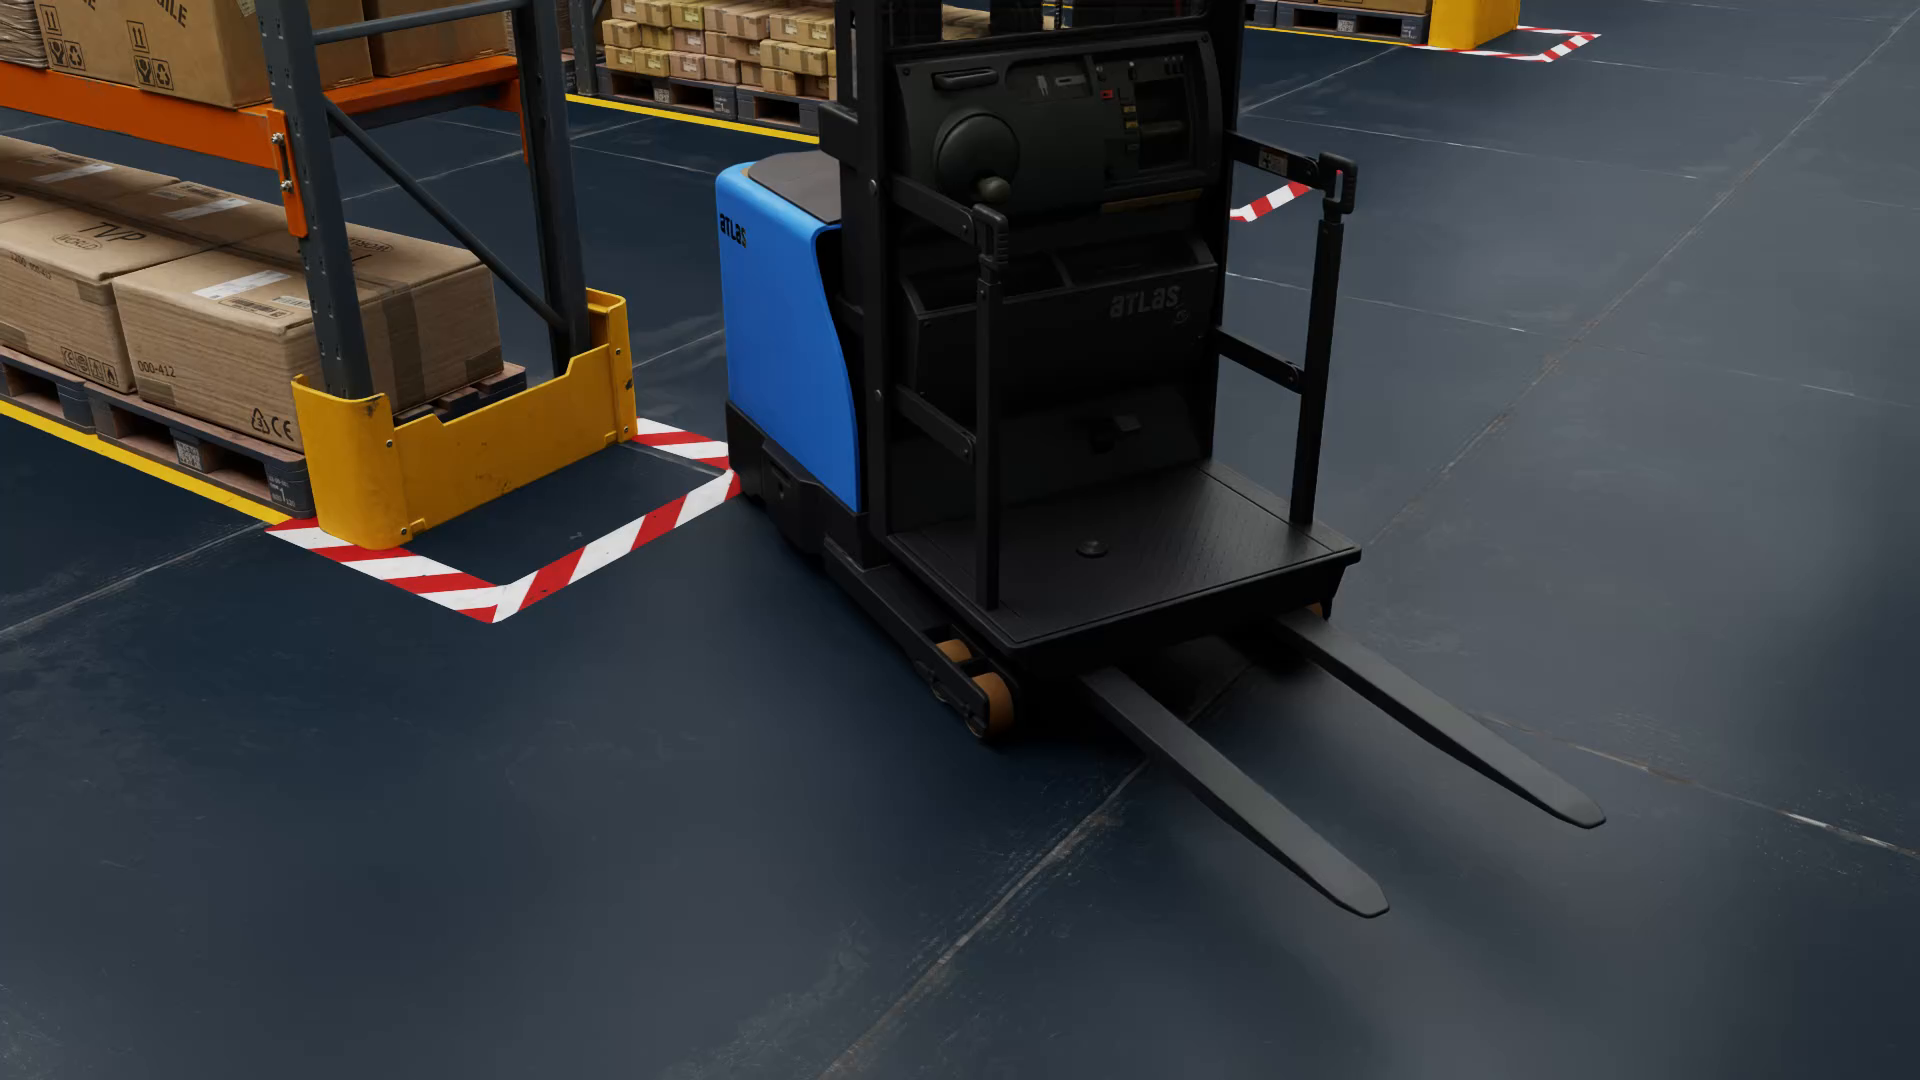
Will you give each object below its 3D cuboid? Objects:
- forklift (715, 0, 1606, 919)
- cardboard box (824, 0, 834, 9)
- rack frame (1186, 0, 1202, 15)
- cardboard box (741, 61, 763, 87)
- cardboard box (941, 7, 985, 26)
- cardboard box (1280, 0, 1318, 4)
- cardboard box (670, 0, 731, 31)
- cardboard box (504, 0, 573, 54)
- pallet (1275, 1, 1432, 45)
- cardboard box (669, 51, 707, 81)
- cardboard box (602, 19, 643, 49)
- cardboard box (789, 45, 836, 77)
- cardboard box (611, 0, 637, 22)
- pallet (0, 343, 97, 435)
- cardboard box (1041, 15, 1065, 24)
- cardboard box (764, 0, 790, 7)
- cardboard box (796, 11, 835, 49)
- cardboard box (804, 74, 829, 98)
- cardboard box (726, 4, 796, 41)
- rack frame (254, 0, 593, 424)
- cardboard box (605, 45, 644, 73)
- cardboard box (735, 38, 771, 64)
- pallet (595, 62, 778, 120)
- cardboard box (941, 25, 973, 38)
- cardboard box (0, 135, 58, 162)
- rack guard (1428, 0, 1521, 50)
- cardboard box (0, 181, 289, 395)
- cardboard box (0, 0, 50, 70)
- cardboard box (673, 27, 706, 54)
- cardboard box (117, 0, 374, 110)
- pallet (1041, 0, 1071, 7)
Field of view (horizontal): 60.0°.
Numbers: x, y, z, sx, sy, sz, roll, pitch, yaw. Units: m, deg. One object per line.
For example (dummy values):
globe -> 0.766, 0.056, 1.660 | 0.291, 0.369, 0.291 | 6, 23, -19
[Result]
forklift -> 0.372, -1.035, 4.052 | 1.130, 2.935, 3.031 | -14, 30, -25
cardboard box -> -0.651, -3.344, 10.539 | 0.250, 0.149, 0.380 | 16, 31, 29
rack frame -> 1.089, -3.437, 8.696 | 0.127, 3.000, 1.000 | 17, 32, 30
cardboard box -> -1.157, -2.952, 10.423 | 0.250, 0.149, 0.380 | 16, 31, 28
cardboard box -> -0.055, -3.126, 10.110 | 0.250, 0.149, 0.380 | 19, 32, 32
cardboard box -> 2.658, -4.874, 13.399 | 0.875, 0.875, 0.875 | 17, 32, 30
cardboard box -> -1.611, -3.340, 10.531 | 0.250, 0.149, 0.380 | 17, 31, 30
cardboard box -> -2.961, -3.633, 11.375 | 0.500, 0.500, 0.500 | 17, 31, 29
pallet -> 3.277, -4.199, 13.267 | 1.213, 0.211, 1.003 | 17, 32, 30
cardboard box -> -1.636, -3.054, 10.625 | 0.250, 0.149, 0.380 | 17, 32, 30
cardboard box -> -2.090, -3.300, 10.780 | 0.250, 0.149, 0.380 | 19, 33, 33
cardboard box -> -0.814, -2.909, 10.011 | 0.250, 0.149, 0.380 | 18, 32, 31
cardboard box -> -2.041, -3.480, 10.805 | 0.250, 0.149, 0.380 | 19, 32, 32
pallet -> -3.335, -0.807, 6.603 | 1.213, 0.211, 1.003 | 17, 32, 30
cardboard box -> 0.419, -3.019, 9.899 | 0.250, 0.149, 0.380 | 17, 32, 30
cardboard box -> -1.155, -3.444, 10.734 | 0.250, 0.149, 0.380 | 18, 32, 32
cardboard box -> -0.768, -3.069, 9.998 | 0.250, 0.149, 0.380 | 17, 32, 31
cardboard box -> -0.737, -2.810, 10.145 | 0.250, 0.149, 0.380 | 18, 32, 32
cardboard box -> -1.220, -3.186, 10.228 | 0.250, 0.149, 0.380 | 18, 32, 31
rack frame -> -1.630, -1.560, 5.009 | 0.127, 3.000, 1.000 | 17, 32, 30
cardboard box -> -2.090, -3.167, 10.846 | 0.250, 0.149, 0.380 | 16, 31, 28
cardboard box -> -1.175, -3.070, 10.328 | 0.250, 0.149, 0.380 | 19, 33, 33
pallet -> -1.634, -3.062, 11.034 | 1.213, 0.211, 1.003 | 17, 32, 30
cardboard box -> -0.128, -2.855, 9.577 | 0.250, 0.149, 0.380 | 16, 31, 28
cardboard box -> -4.470, -1.431, 7.117 | 0.875, 0.438, 0.875 | 17, 31, 30
rack guard -> 4.000, -4.145, 12.844 | 0.348, 0.500, 1.175 | 17, 32, 30
cardboard box -> -2.990, -0.970, 6.210 | 0.875, 0.438, 0.875 | 18, 32, 32
cardboard box -> -3.012, -1.893, 5.552 | 0.500, 0.500, 0.500 | 18, 32, 32
cardboard box -> -1.610, -3.220, 10.622 | 0.250, 0.149, 0.380 | 17, 32, 30
cardboard box -> -2.178, -1.630, 5.035 | 0.500, 0.500, 0.500 | 18, 32, 31
pallet -> 1.266, -4.825, 14.499 | 1.213, 0.211, 1.003 | 17, 32, 30
